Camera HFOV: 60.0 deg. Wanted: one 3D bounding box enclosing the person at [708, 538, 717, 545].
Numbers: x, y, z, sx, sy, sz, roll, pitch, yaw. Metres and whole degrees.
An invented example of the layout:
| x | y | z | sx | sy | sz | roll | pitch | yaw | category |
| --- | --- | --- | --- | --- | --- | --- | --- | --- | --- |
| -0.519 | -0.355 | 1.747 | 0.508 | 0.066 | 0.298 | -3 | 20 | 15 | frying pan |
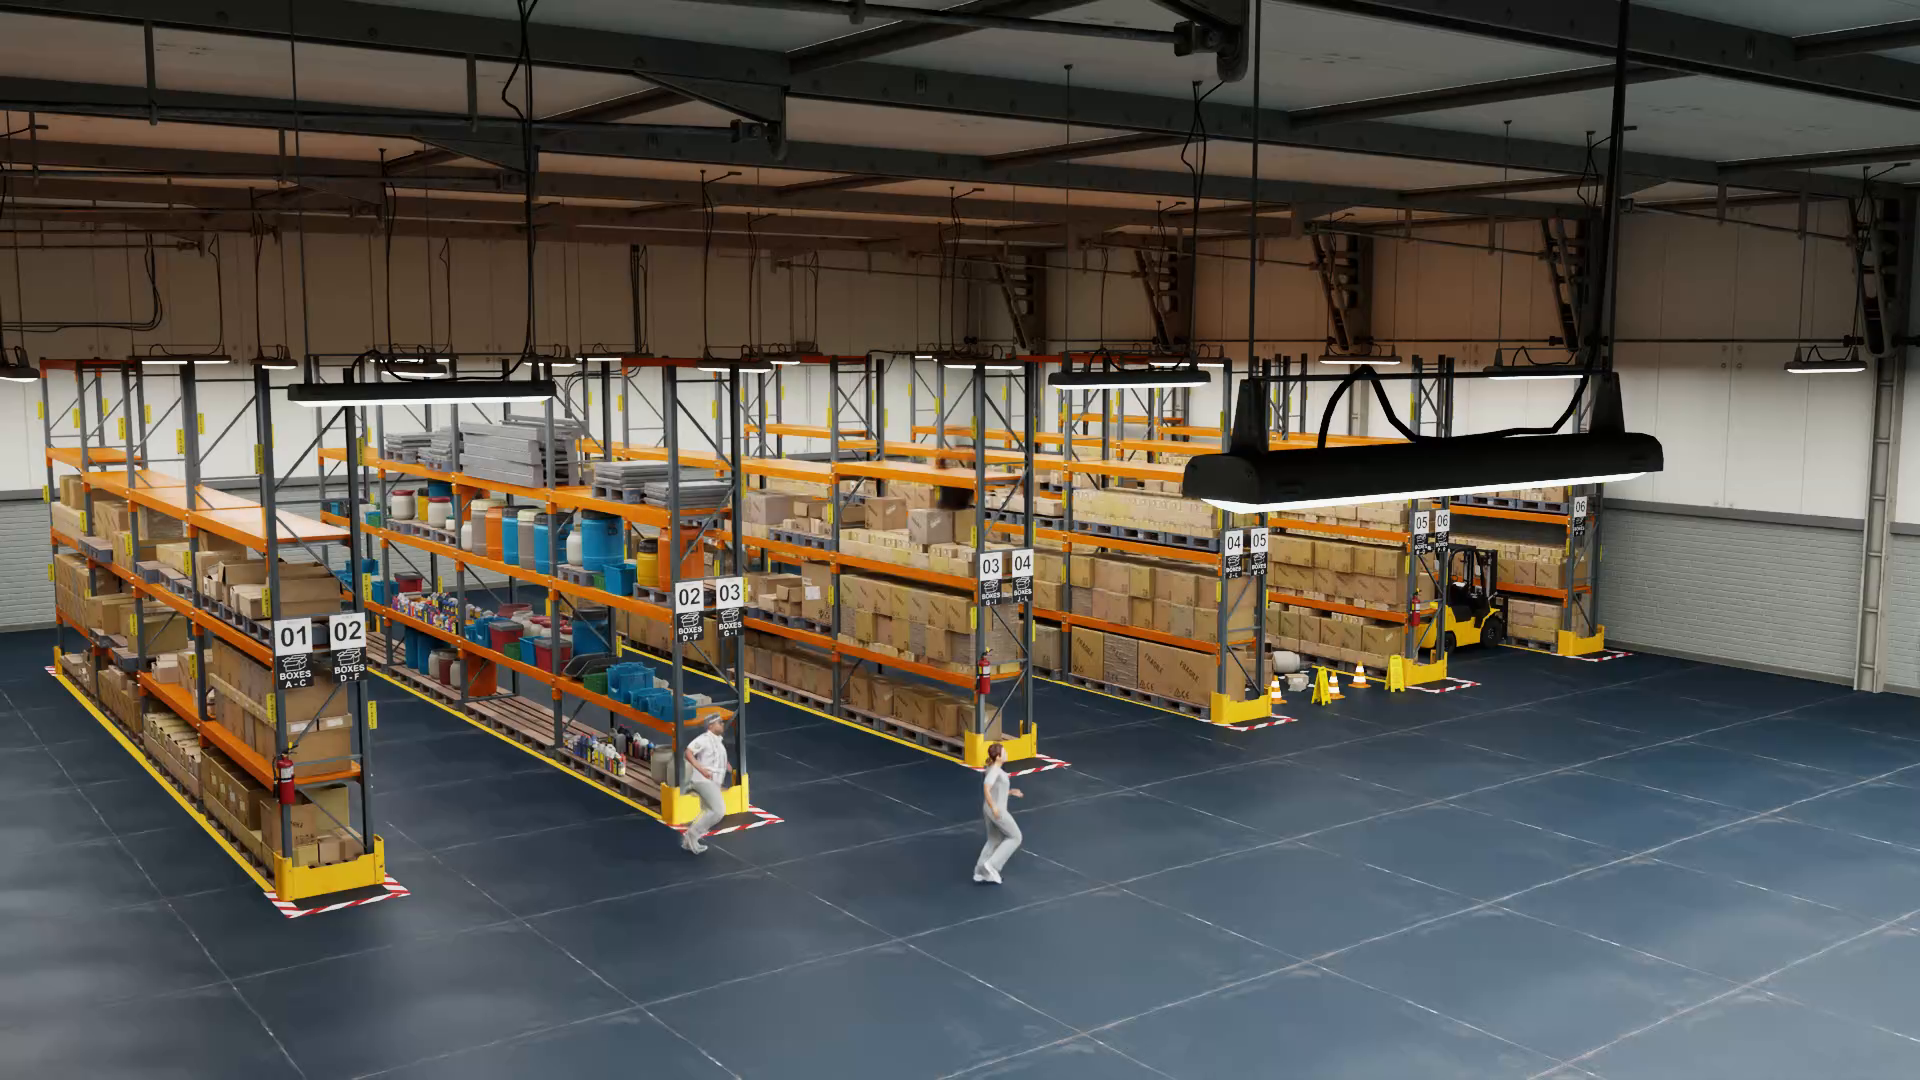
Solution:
| x | y | z | sx | sy | sz | roll | pitch | yaw | category |
| --- | --- | --- | --- | --- | --- | --- | --- | --- | --- |
| -6.103 | 0.558 | 41.154 | 0.836 | 1.677 | 0.730 | 2 | 7 | 18 | person |

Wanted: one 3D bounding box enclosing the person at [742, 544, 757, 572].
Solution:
| x | y | z | sx | sy | sz | roll | pitch | yaw | category |
| --- | --- | --- | --- | --- | --- | --- | --- | --- | --- |
| -5.316 | 0.484 | 41.685 | 0.788 | 1.748 | 0.619 | -6 | 9 | -41 | person |

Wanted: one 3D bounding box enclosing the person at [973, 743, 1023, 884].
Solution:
| x | y | z | sx | sy | sz | roll | pitch | yaw | category |
| --- | --- | --- | --- | --- | --- | --- | --- | --- | --- |
| 0.456 | 3.181 | 19.442 | 0.622 | 1.641 | 0.569 | -2 | 7 | -12 | person |

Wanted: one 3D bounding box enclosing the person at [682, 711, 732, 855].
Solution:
| x | y | z | sx | sy | sz | roll | pitch | yaw | category |
| --- | --- | --- | --- | --- | --- | --- | --- | --- | --- |
| -3.124 | 2.999 | 20.711 | 0.594 | 1.713 | 0.739 | 1 | 7 | 8 | person |
